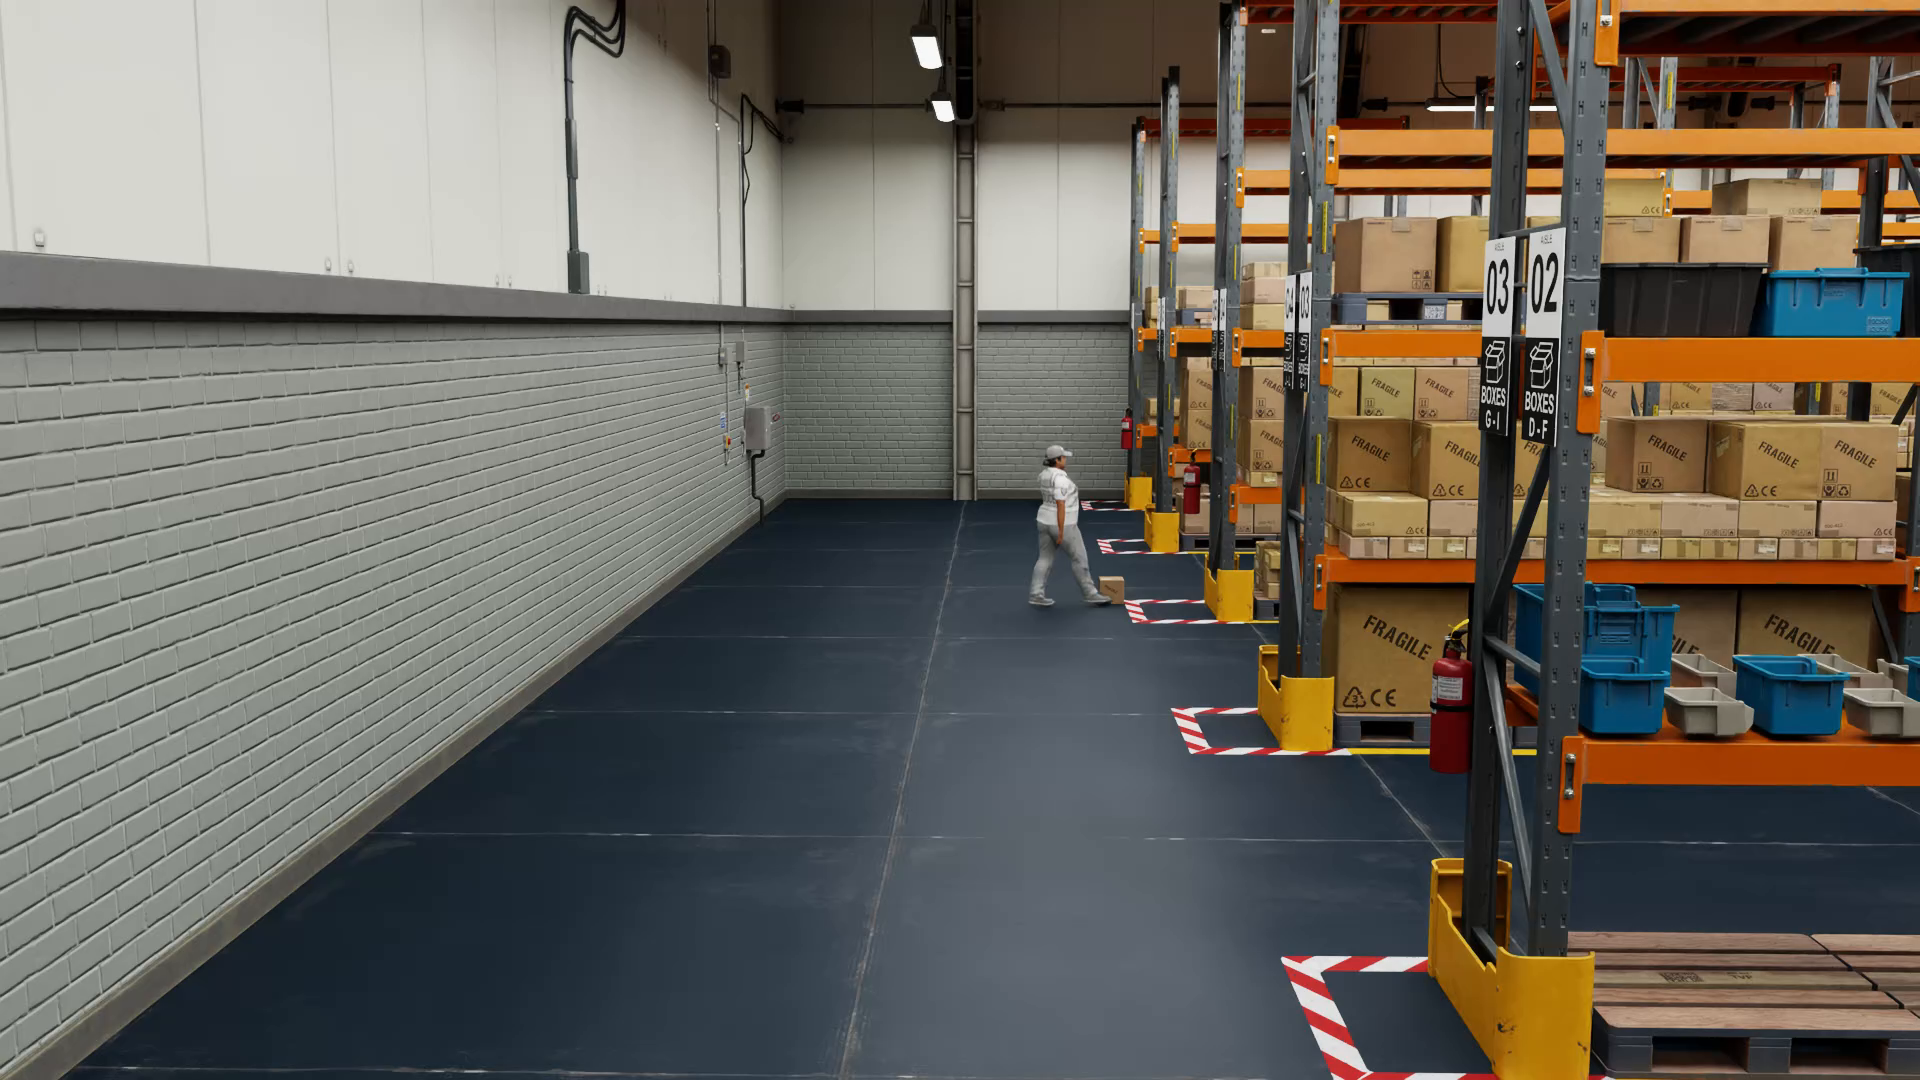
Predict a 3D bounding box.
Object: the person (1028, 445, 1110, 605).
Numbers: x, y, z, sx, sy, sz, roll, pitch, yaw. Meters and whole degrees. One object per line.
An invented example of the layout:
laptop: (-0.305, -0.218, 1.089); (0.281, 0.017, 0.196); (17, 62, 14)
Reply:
person: (1.087, -0.157, 16.912); (0.834, 1.633, 0.492); (-5, 9, -32)
